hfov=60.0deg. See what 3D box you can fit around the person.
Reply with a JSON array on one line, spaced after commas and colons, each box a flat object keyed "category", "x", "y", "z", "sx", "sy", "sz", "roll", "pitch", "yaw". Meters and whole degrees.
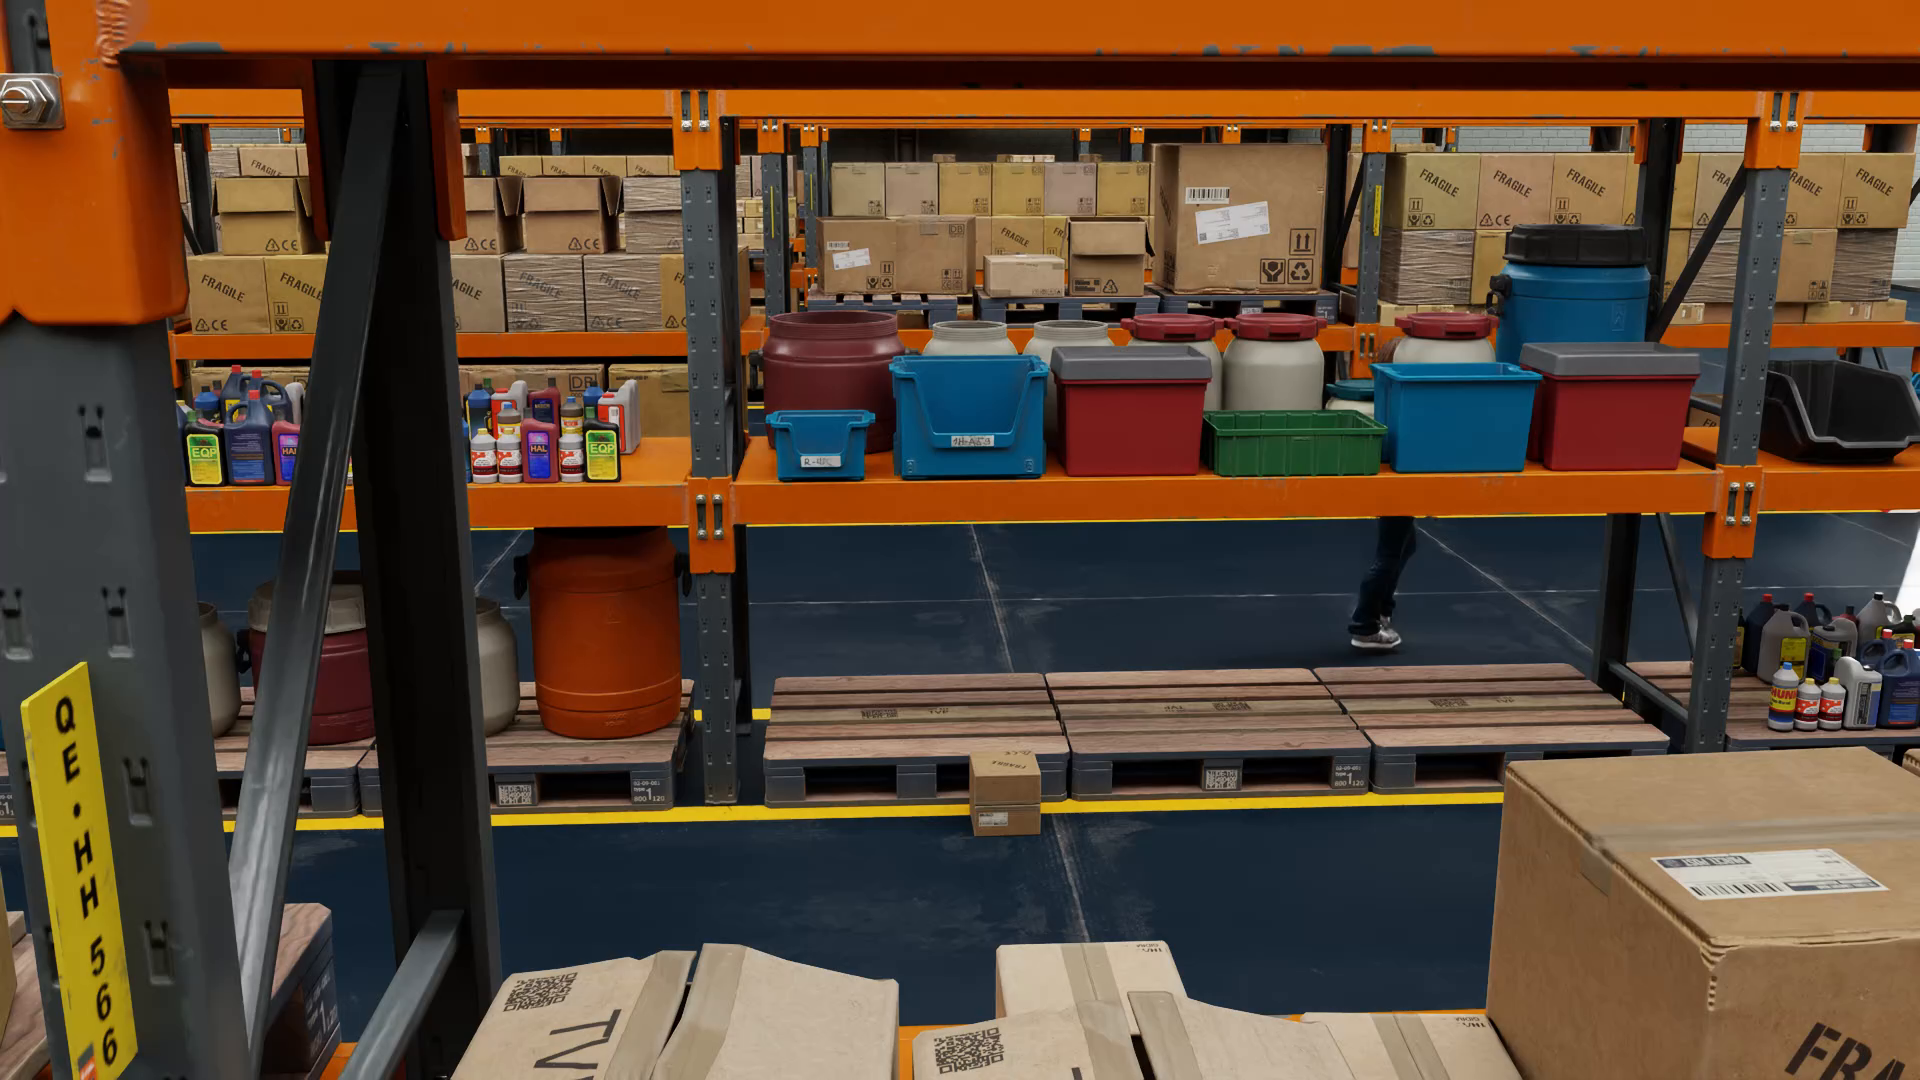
[{"category": "person", "x": 2.188, "y": -0.215, "z": 8.365, "sx": 0.450, "sy": 1.628, "sz": 0.419, "roll": -4, "pitch": 14, "yaw": -18}]
